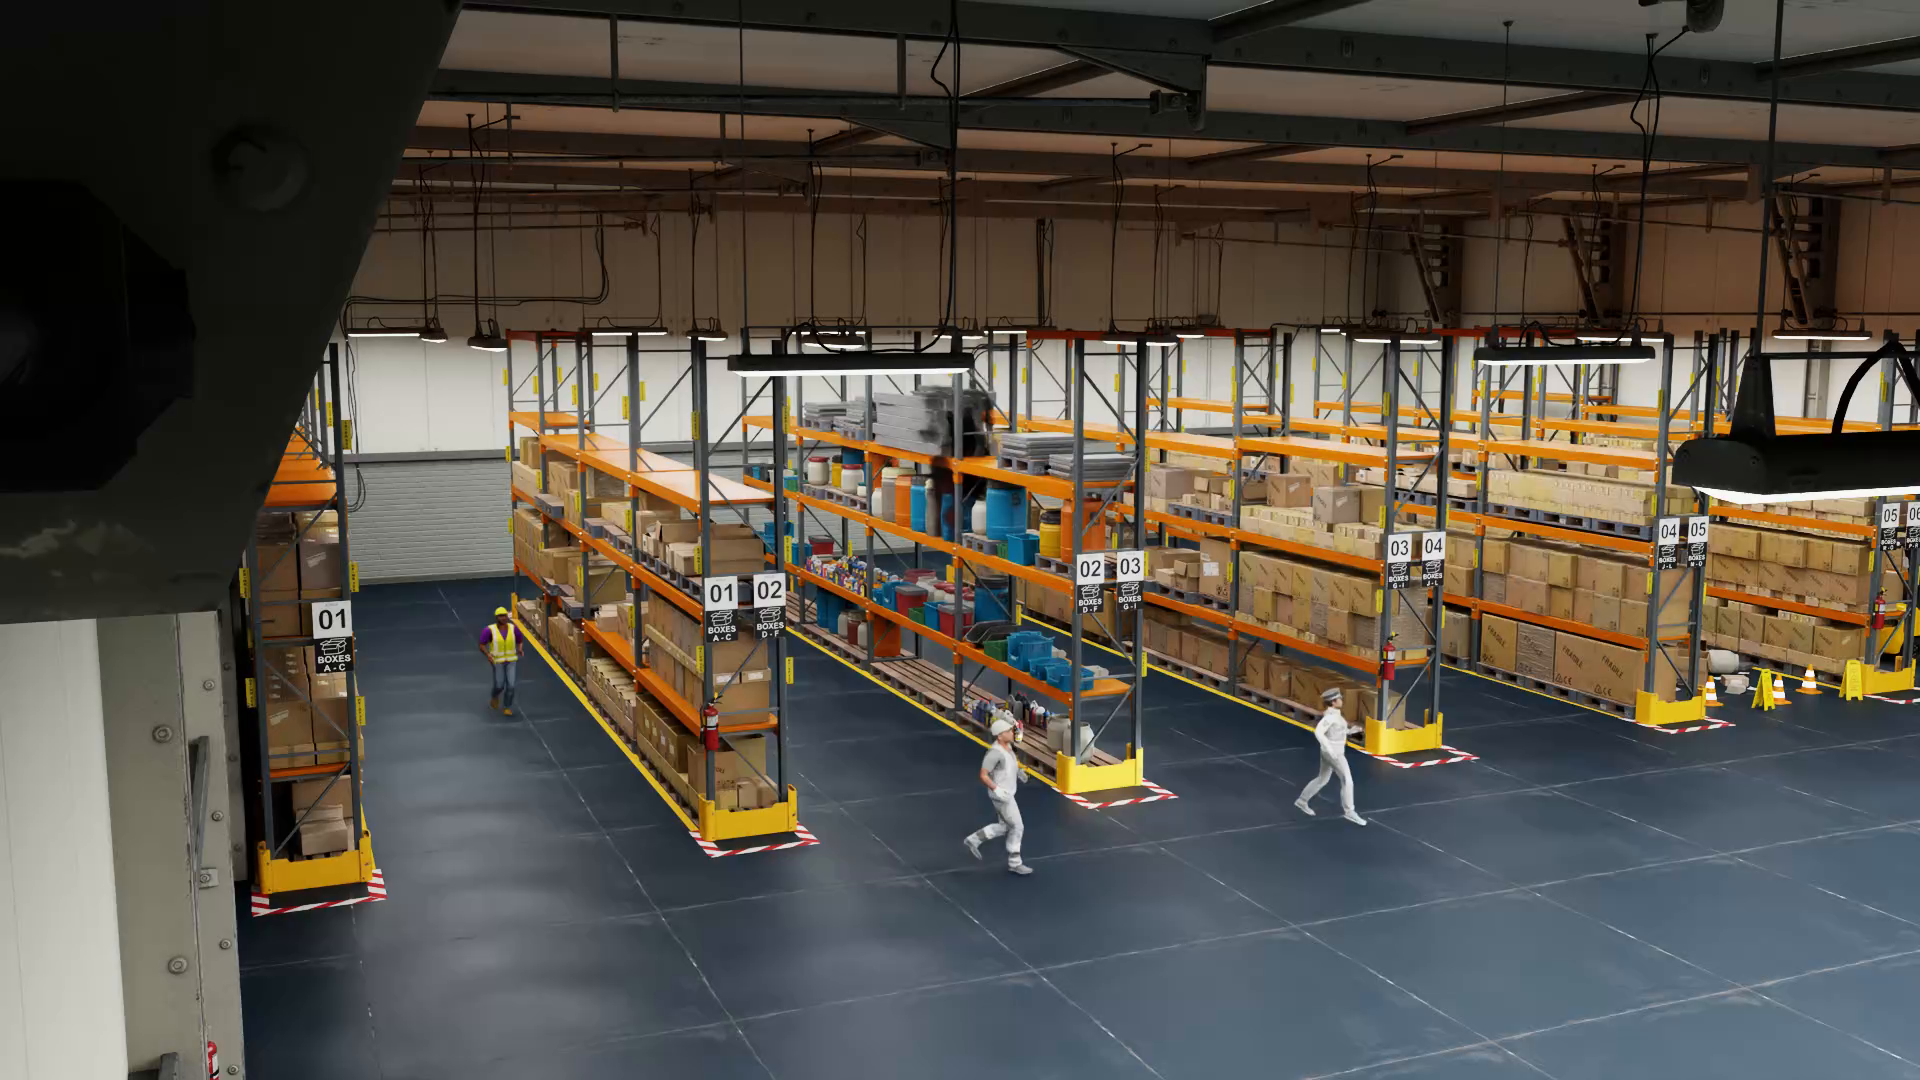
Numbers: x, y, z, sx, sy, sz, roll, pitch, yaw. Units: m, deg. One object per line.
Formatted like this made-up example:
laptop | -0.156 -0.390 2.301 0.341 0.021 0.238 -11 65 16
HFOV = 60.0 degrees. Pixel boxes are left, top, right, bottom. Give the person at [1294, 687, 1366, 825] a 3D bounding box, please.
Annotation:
person | 4.639 2.676 20.686 0.848 1.715 0.598 1 8 5

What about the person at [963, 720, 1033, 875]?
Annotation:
person | 0.438 2.903 18.896 0.816 1.779 0.646 2 8 11

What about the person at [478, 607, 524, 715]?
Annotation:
person | -7.217 1.912 26.288 0.698 1.718 0.606 -4 9 -30
